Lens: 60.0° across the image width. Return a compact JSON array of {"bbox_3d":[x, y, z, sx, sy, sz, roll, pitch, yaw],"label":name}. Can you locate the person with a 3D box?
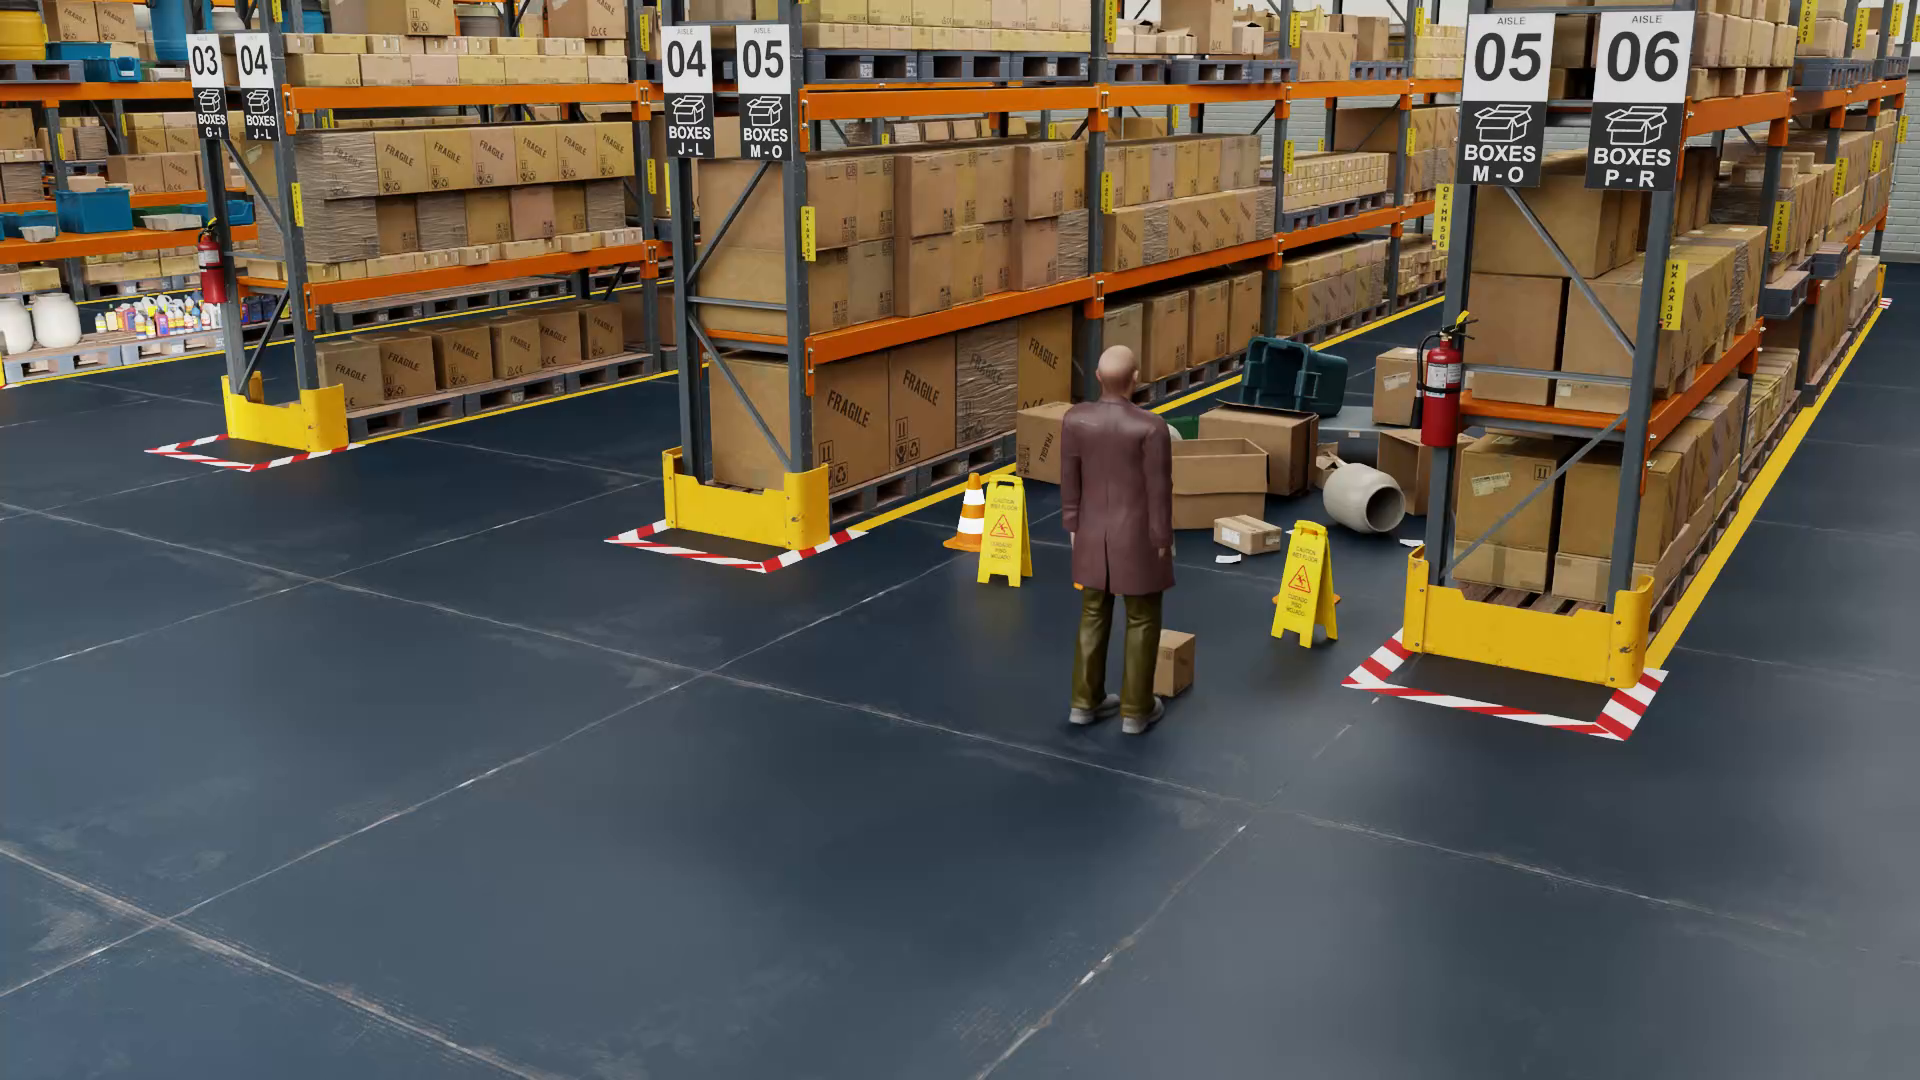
[{"bbox_3d":[0.727,-0.012,7.615,0.560,1.781,0.412,10,19,31],"label":"person"}]
